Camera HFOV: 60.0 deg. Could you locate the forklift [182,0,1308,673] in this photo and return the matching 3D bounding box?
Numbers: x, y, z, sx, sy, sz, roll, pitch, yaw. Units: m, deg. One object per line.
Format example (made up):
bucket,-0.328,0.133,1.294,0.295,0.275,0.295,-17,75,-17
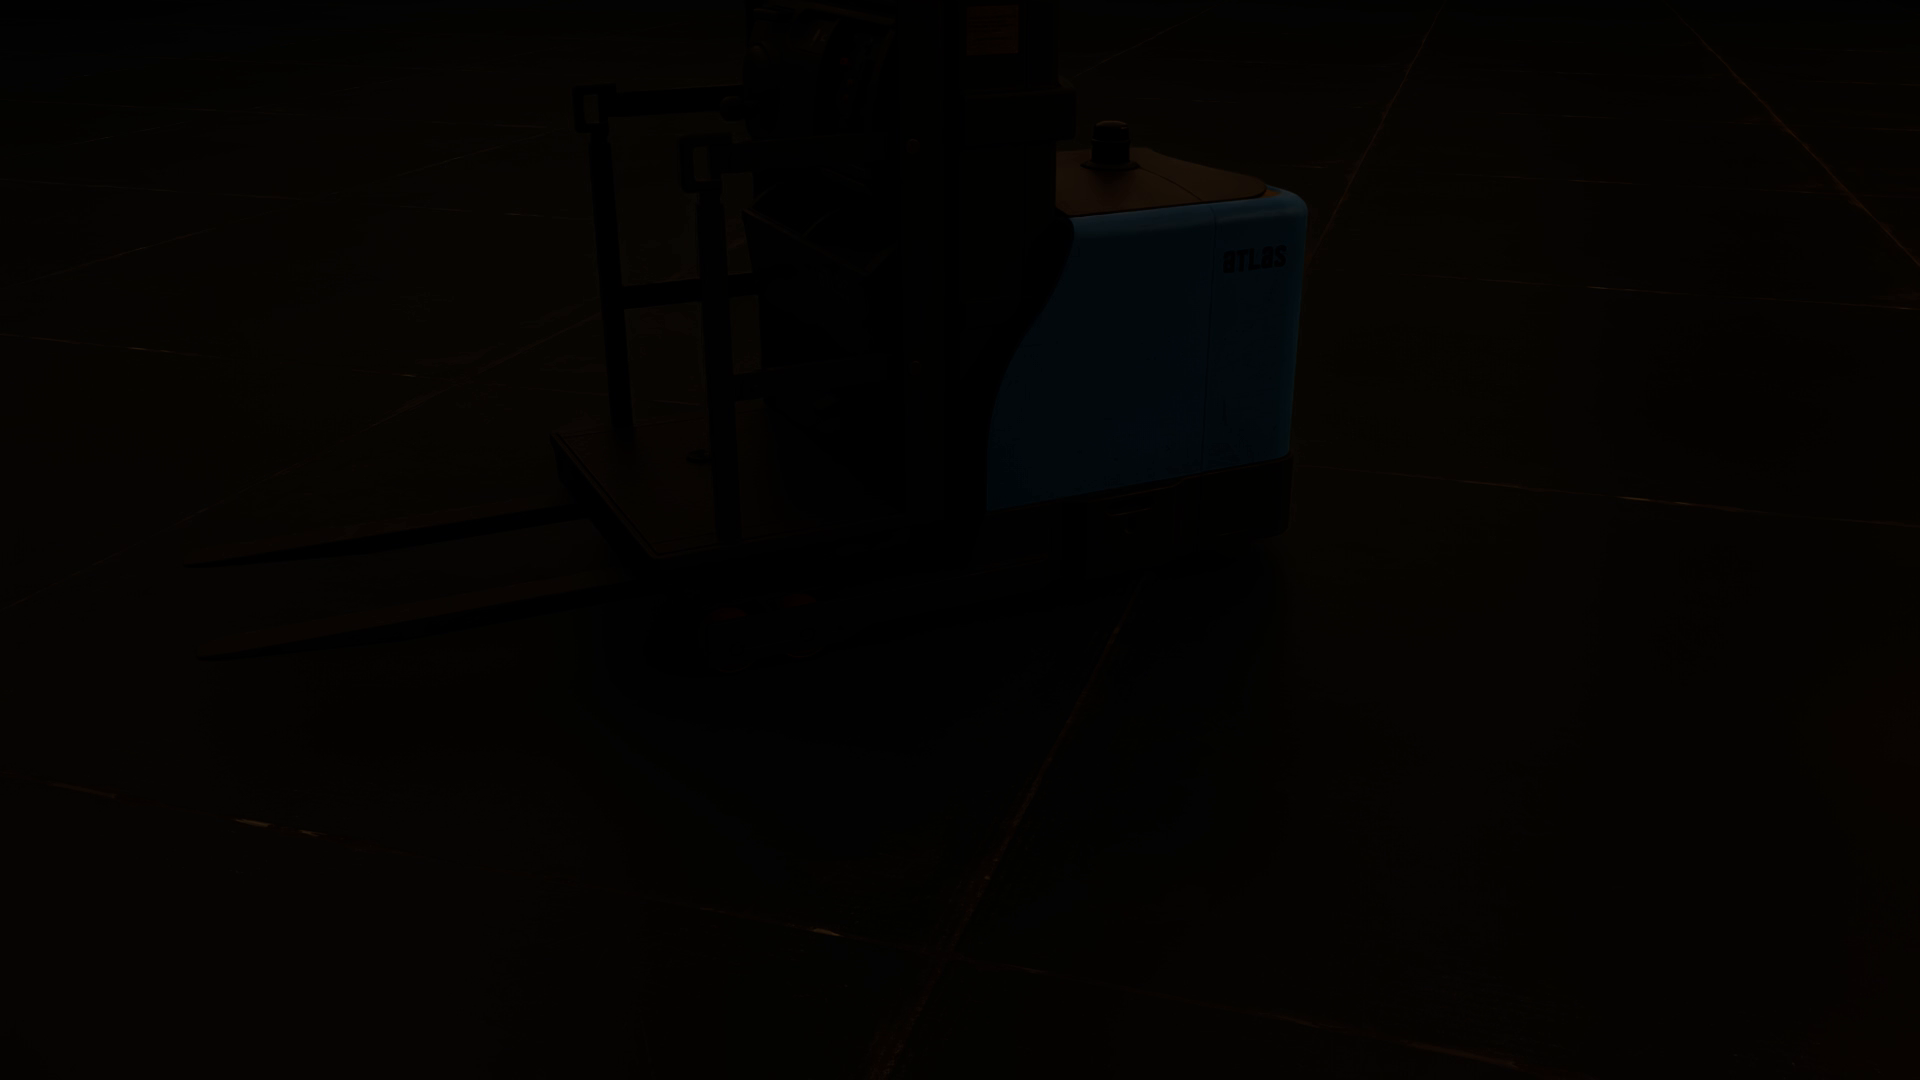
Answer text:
forklift,-0.562,-1.241,4.286,3.031,2.935,1.130,-11,25,-24
